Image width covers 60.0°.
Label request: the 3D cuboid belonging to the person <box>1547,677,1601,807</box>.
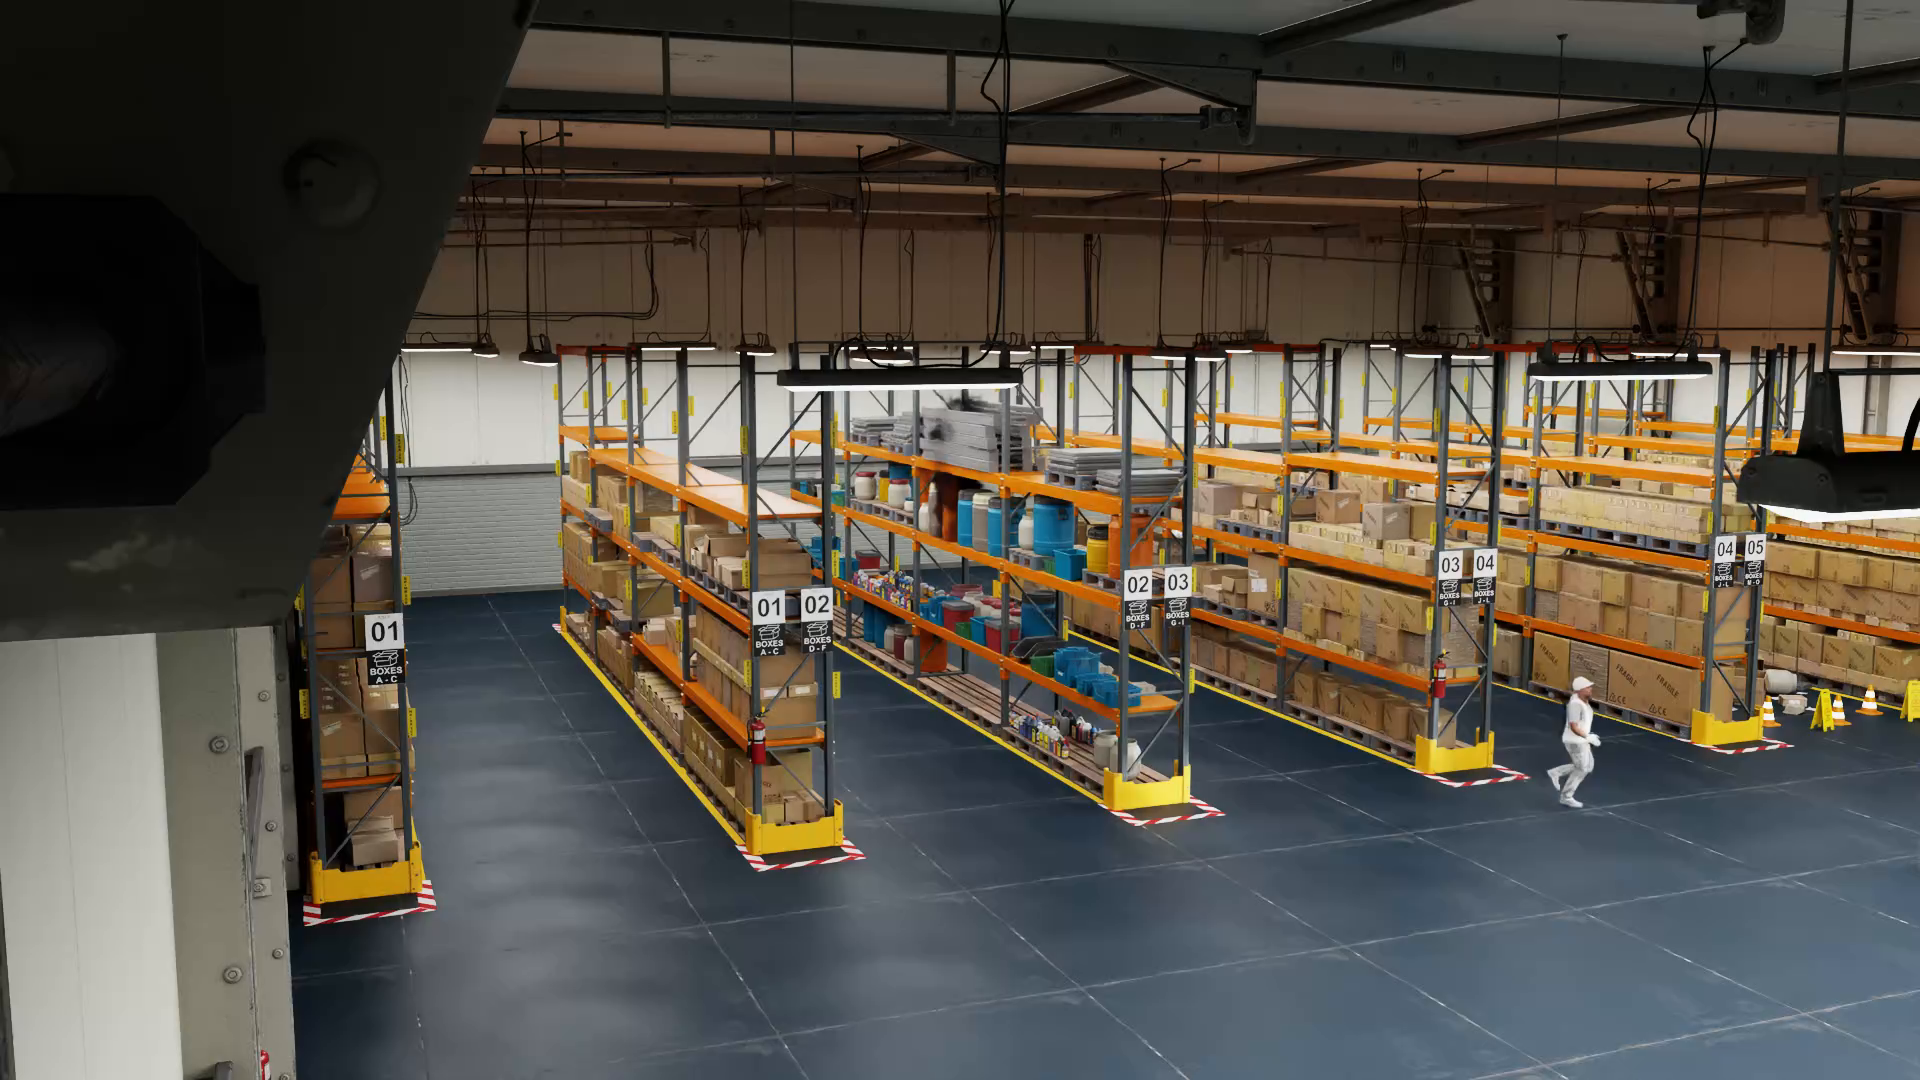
[{"bbox_3d":[8.193,2.675,22.153,0.671,1.747,0.704,3,8,25],"label":"person"}]

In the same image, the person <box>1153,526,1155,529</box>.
[{"bbox_3d":[4.518,0.413,40.391,0.667,1.609,0.781,2,8,17],"label":"person"}]

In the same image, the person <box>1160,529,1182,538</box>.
[{"bbox_3d":[5.161,0.258,41.379,0.639,1.691,0.808,-3,8,-24],"label":"person"}]
